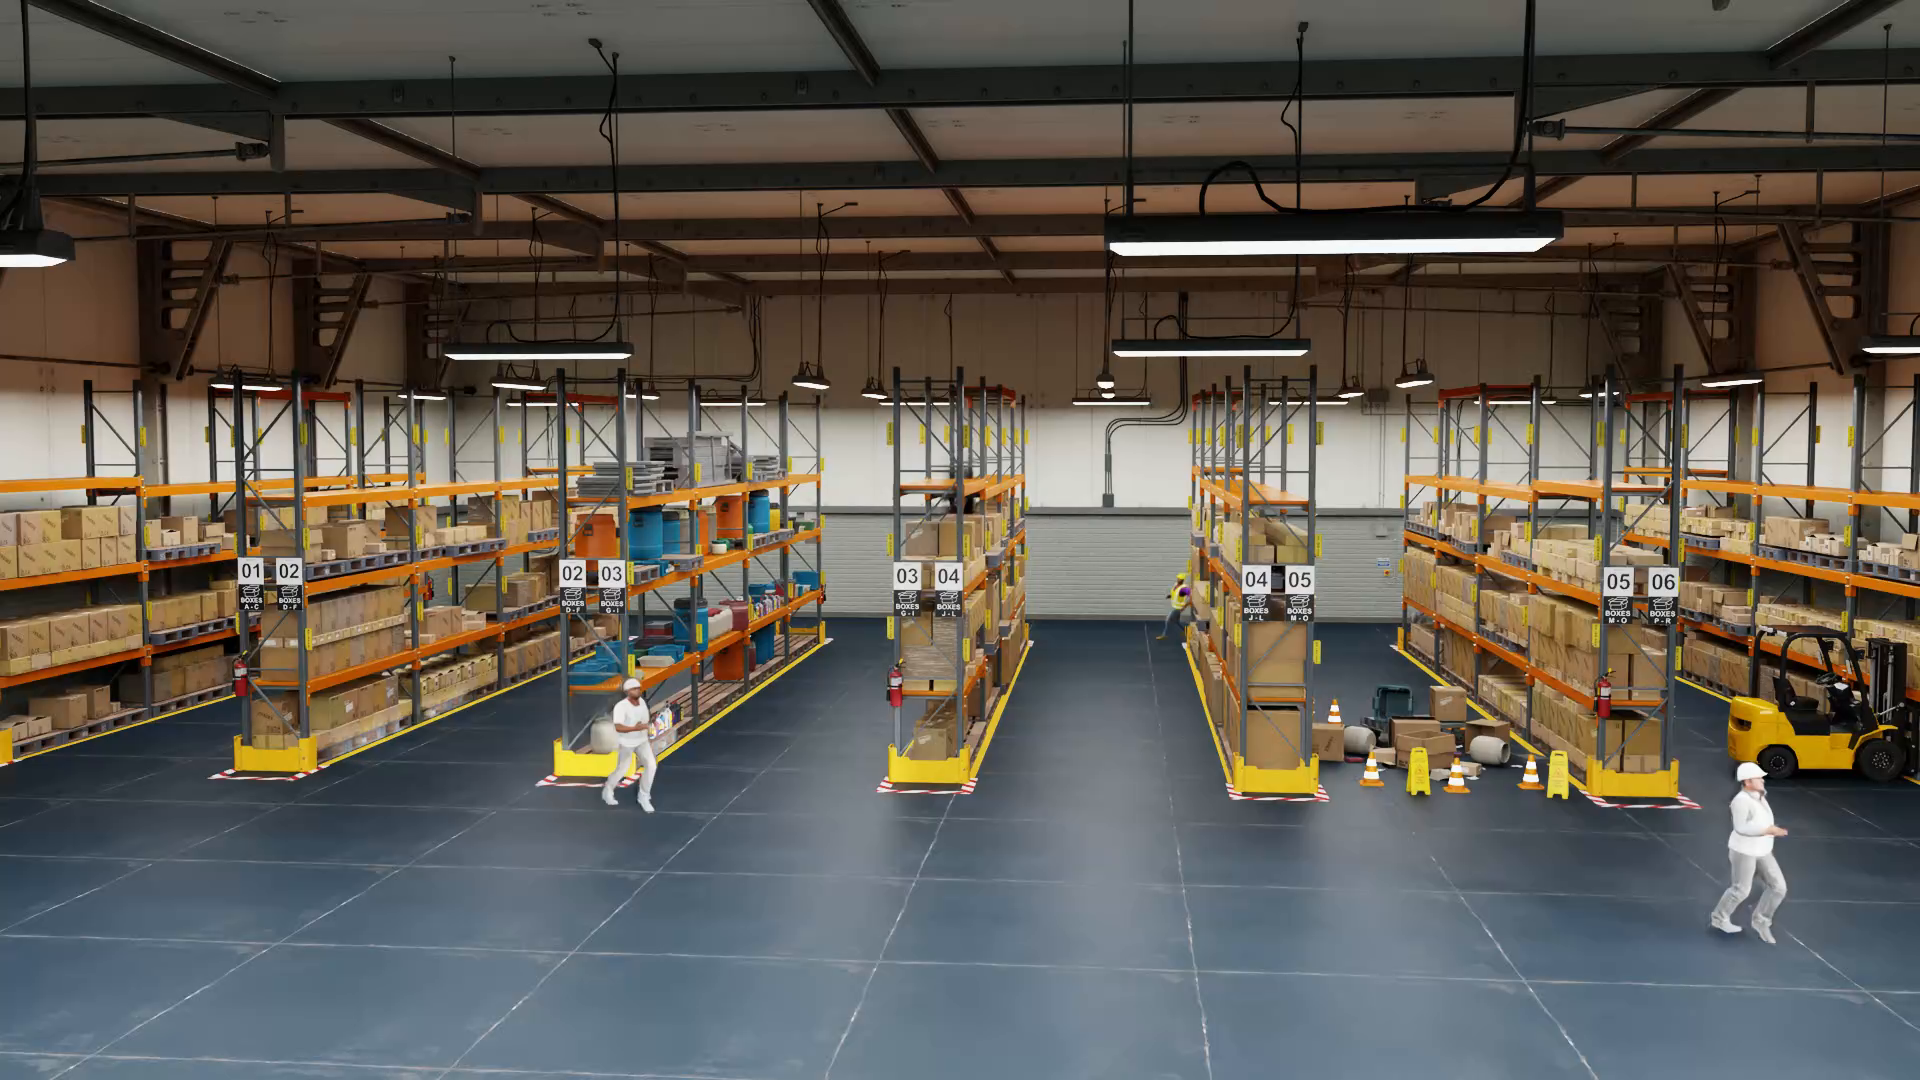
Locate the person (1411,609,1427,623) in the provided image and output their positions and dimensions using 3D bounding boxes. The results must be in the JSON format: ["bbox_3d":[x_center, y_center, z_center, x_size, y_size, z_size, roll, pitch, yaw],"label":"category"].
[{"bbox_3d":[11.199,1.672,40.330,0.583,1.639,0.677,1,4,18],"label":"person"}]

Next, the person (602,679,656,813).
[{"bbox_3d":[-4.390,2.742,22.246,0.896,1.810,0.709,3,5,39],"label":"person"}]

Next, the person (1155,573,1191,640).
[{"bbox_3d":[5.268,1.620,40.796,0.954,1.680,0.858,1,4,10],"label":"person"}]

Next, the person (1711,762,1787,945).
[{"bbox_3d":[7.833,3.106,16.454,0.635,1.822,0.756,-3,4,-37],"label":"person"}]
